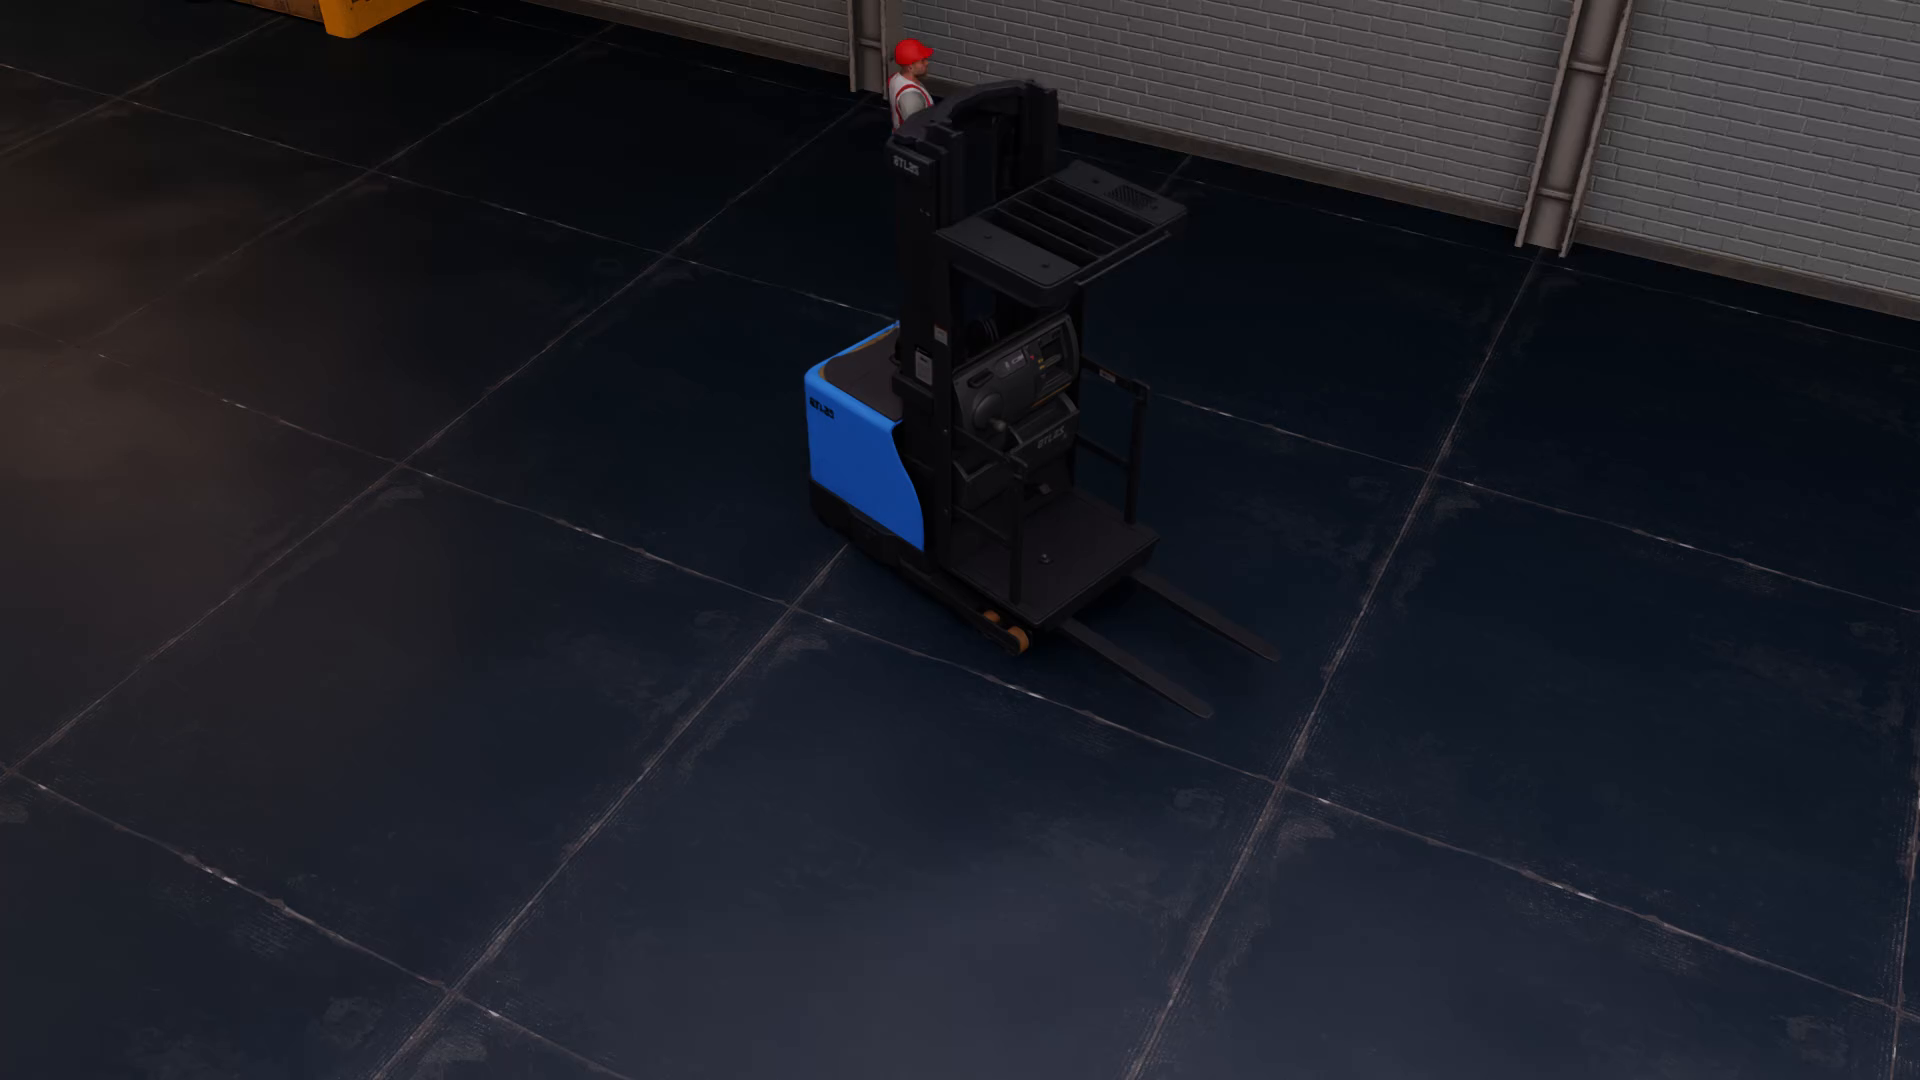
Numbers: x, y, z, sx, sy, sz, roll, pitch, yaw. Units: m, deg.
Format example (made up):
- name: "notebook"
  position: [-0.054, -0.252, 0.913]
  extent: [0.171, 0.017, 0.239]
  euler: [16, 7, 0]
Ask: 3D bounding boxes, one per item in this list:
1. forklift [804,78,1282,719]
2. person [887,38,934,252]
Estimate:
- name: "forklift"
  position: [0.464, -0.844, 8.989]
  extent: [3.031, 2.935, 1.130]
  euler: [32, 50, 33]
- name: "person"
  position: [-0.318, -2.824, 12.225]
  extent: [0.357, 1.795, 0.566]
  euler: [-10, 41, -12]
